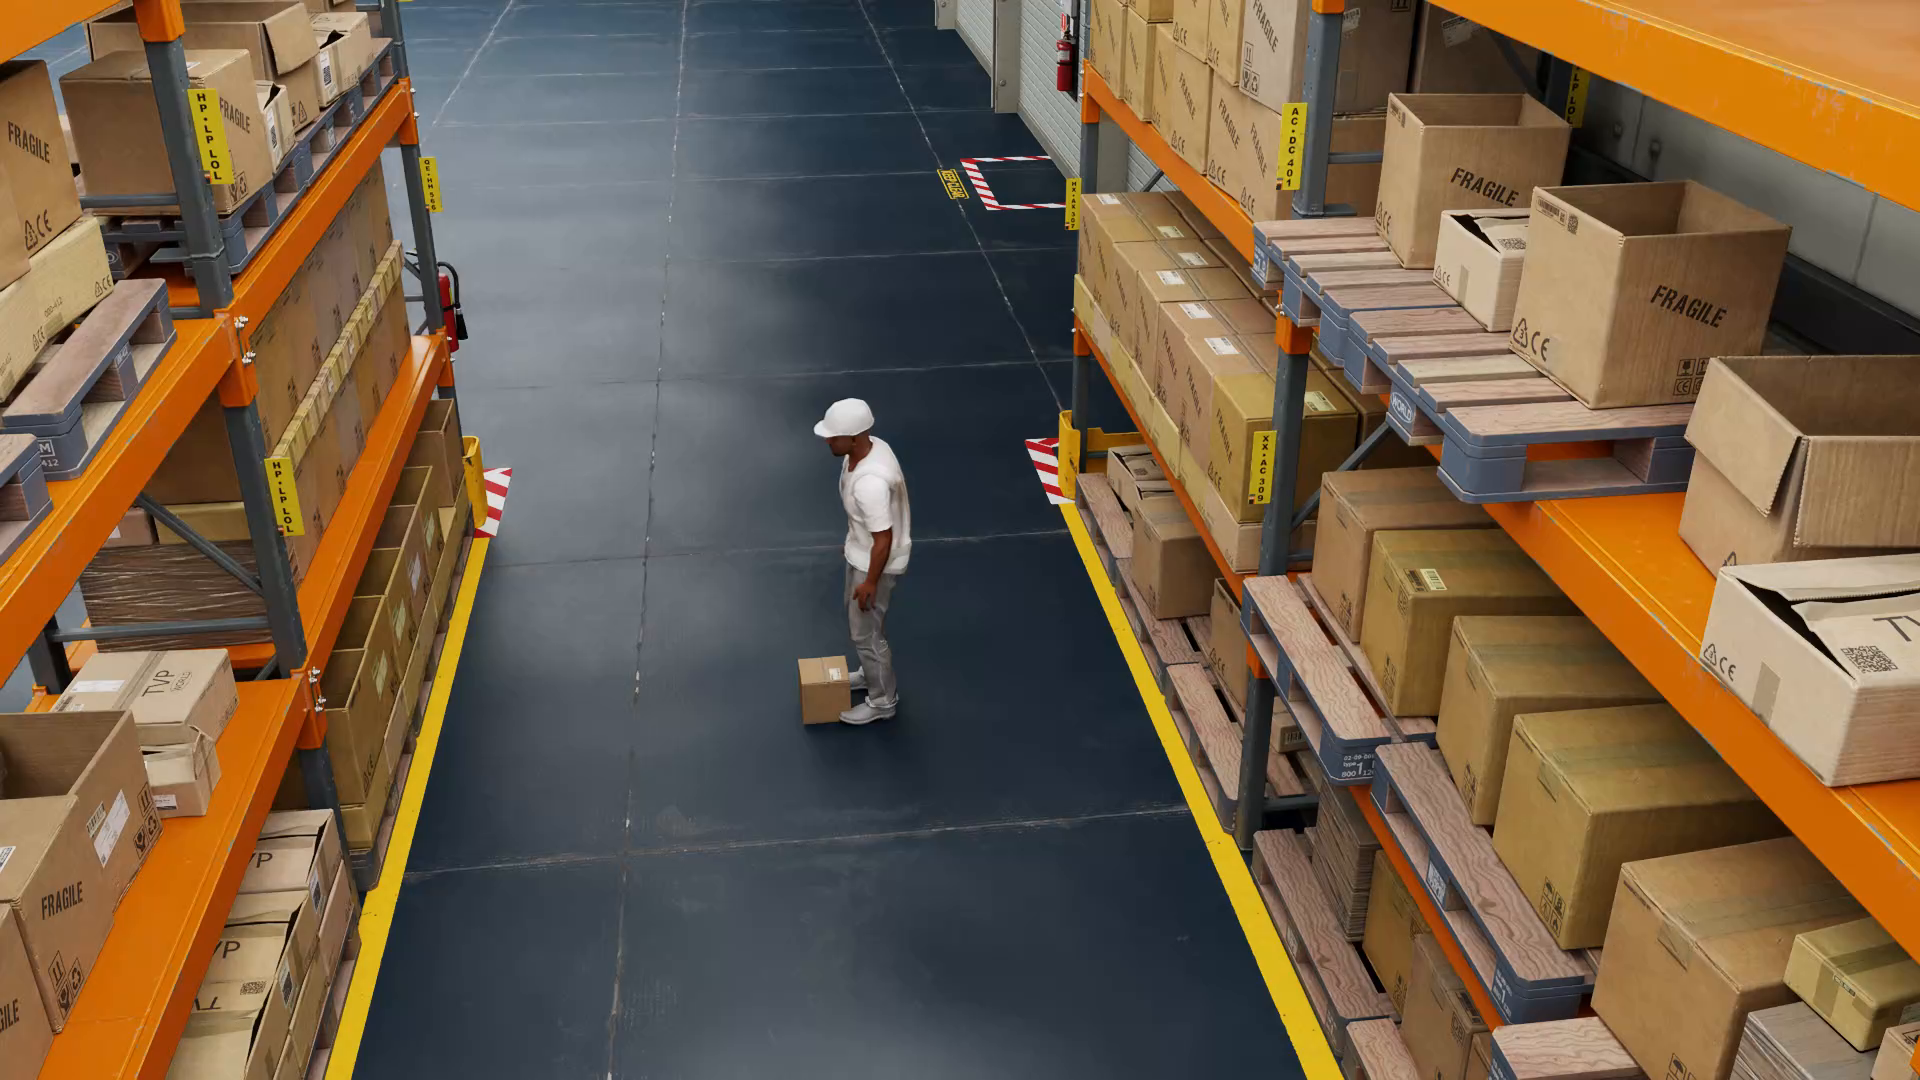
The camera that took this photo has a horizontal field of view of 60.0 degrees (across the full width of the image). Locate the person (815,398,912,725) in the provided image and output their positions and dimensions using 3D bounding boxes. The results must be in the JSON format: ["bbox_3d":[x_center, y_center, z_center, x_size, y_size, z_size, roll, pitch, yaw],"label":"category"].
[{"bbox_3d":[-0.482,0.091,8.418,0.457,1.761,0.628,-5,27,-9],"label":"person"}]
